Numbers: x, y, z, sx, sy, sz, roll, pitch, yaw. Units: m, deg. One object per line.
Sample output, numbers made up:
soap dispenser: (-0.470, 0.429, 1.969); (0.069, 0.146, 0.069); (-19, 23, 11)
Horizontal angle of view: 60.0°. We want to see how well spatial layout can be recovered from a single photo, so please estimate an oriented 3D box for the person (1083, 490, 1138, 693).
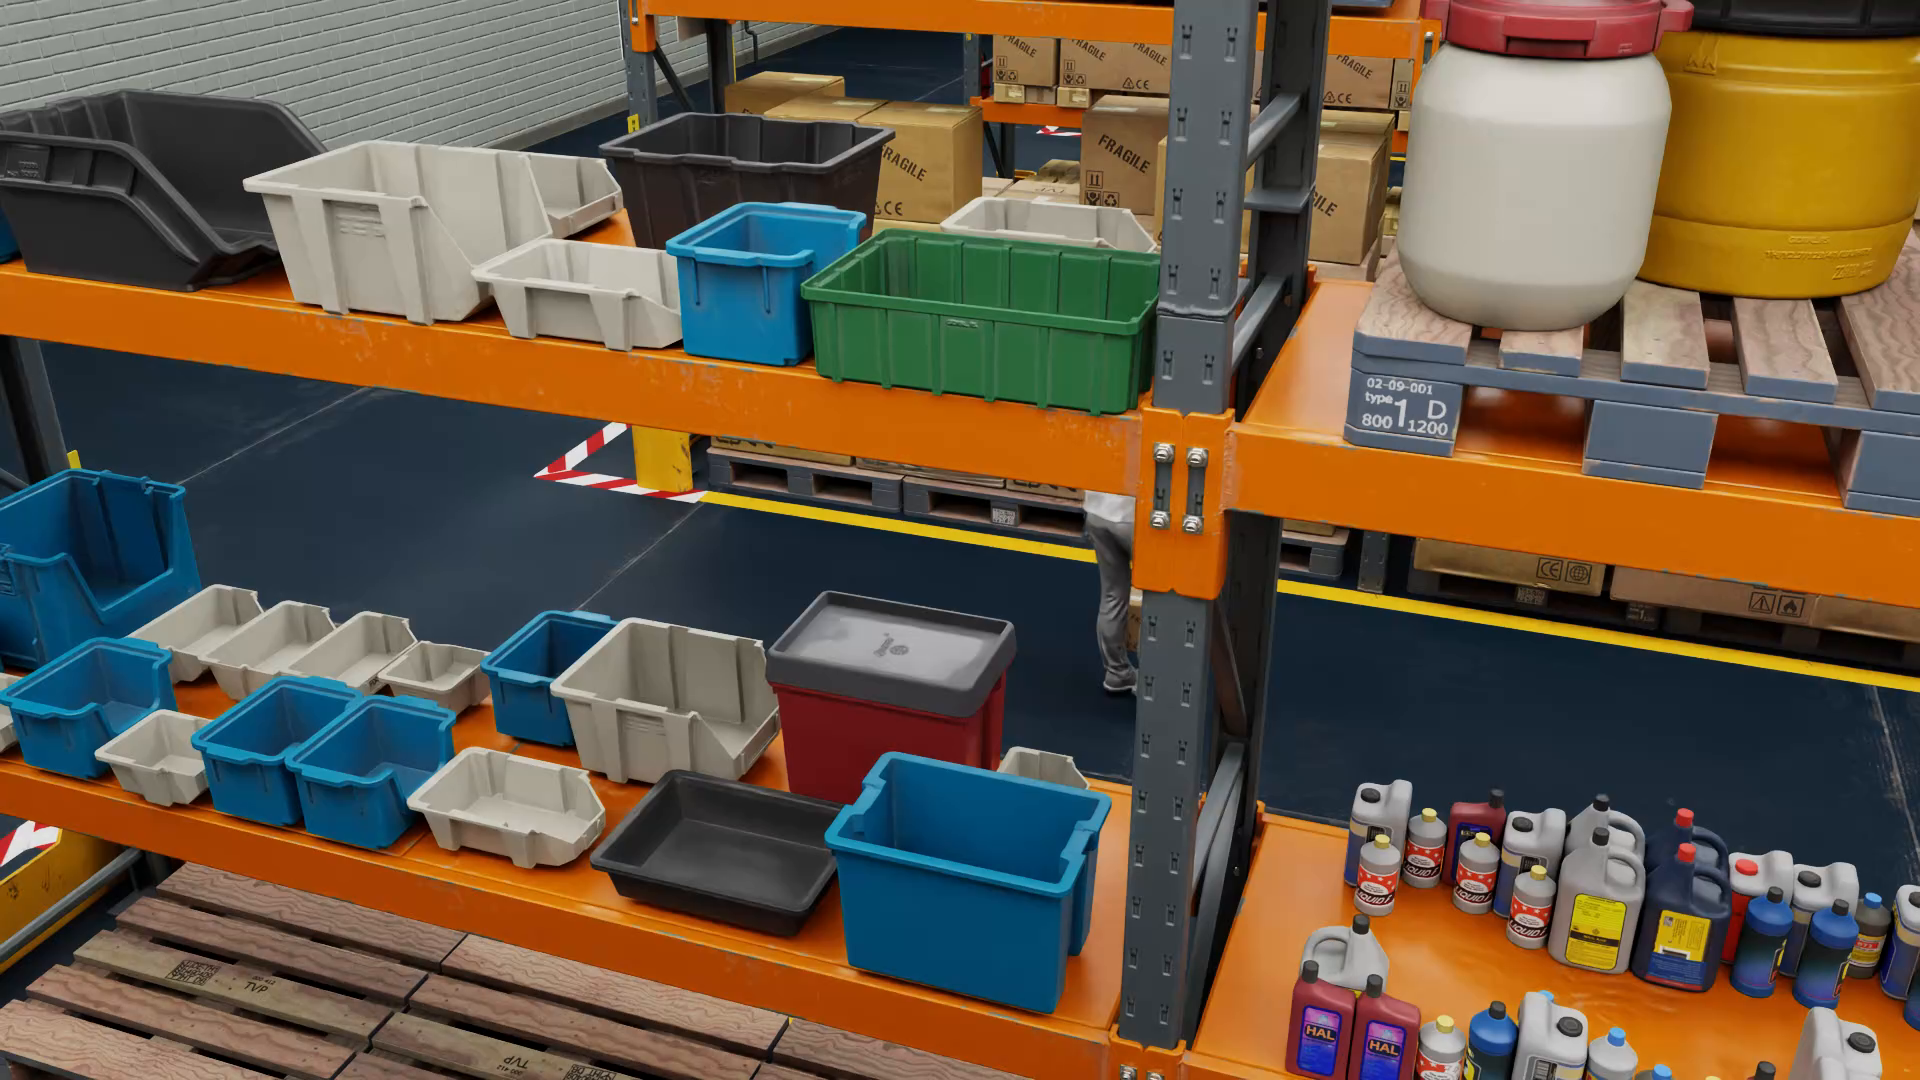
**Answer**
person: (0.768, -0.044, 7.211); (0.375, 1.728, 0.646); (-22, 34, -38)
